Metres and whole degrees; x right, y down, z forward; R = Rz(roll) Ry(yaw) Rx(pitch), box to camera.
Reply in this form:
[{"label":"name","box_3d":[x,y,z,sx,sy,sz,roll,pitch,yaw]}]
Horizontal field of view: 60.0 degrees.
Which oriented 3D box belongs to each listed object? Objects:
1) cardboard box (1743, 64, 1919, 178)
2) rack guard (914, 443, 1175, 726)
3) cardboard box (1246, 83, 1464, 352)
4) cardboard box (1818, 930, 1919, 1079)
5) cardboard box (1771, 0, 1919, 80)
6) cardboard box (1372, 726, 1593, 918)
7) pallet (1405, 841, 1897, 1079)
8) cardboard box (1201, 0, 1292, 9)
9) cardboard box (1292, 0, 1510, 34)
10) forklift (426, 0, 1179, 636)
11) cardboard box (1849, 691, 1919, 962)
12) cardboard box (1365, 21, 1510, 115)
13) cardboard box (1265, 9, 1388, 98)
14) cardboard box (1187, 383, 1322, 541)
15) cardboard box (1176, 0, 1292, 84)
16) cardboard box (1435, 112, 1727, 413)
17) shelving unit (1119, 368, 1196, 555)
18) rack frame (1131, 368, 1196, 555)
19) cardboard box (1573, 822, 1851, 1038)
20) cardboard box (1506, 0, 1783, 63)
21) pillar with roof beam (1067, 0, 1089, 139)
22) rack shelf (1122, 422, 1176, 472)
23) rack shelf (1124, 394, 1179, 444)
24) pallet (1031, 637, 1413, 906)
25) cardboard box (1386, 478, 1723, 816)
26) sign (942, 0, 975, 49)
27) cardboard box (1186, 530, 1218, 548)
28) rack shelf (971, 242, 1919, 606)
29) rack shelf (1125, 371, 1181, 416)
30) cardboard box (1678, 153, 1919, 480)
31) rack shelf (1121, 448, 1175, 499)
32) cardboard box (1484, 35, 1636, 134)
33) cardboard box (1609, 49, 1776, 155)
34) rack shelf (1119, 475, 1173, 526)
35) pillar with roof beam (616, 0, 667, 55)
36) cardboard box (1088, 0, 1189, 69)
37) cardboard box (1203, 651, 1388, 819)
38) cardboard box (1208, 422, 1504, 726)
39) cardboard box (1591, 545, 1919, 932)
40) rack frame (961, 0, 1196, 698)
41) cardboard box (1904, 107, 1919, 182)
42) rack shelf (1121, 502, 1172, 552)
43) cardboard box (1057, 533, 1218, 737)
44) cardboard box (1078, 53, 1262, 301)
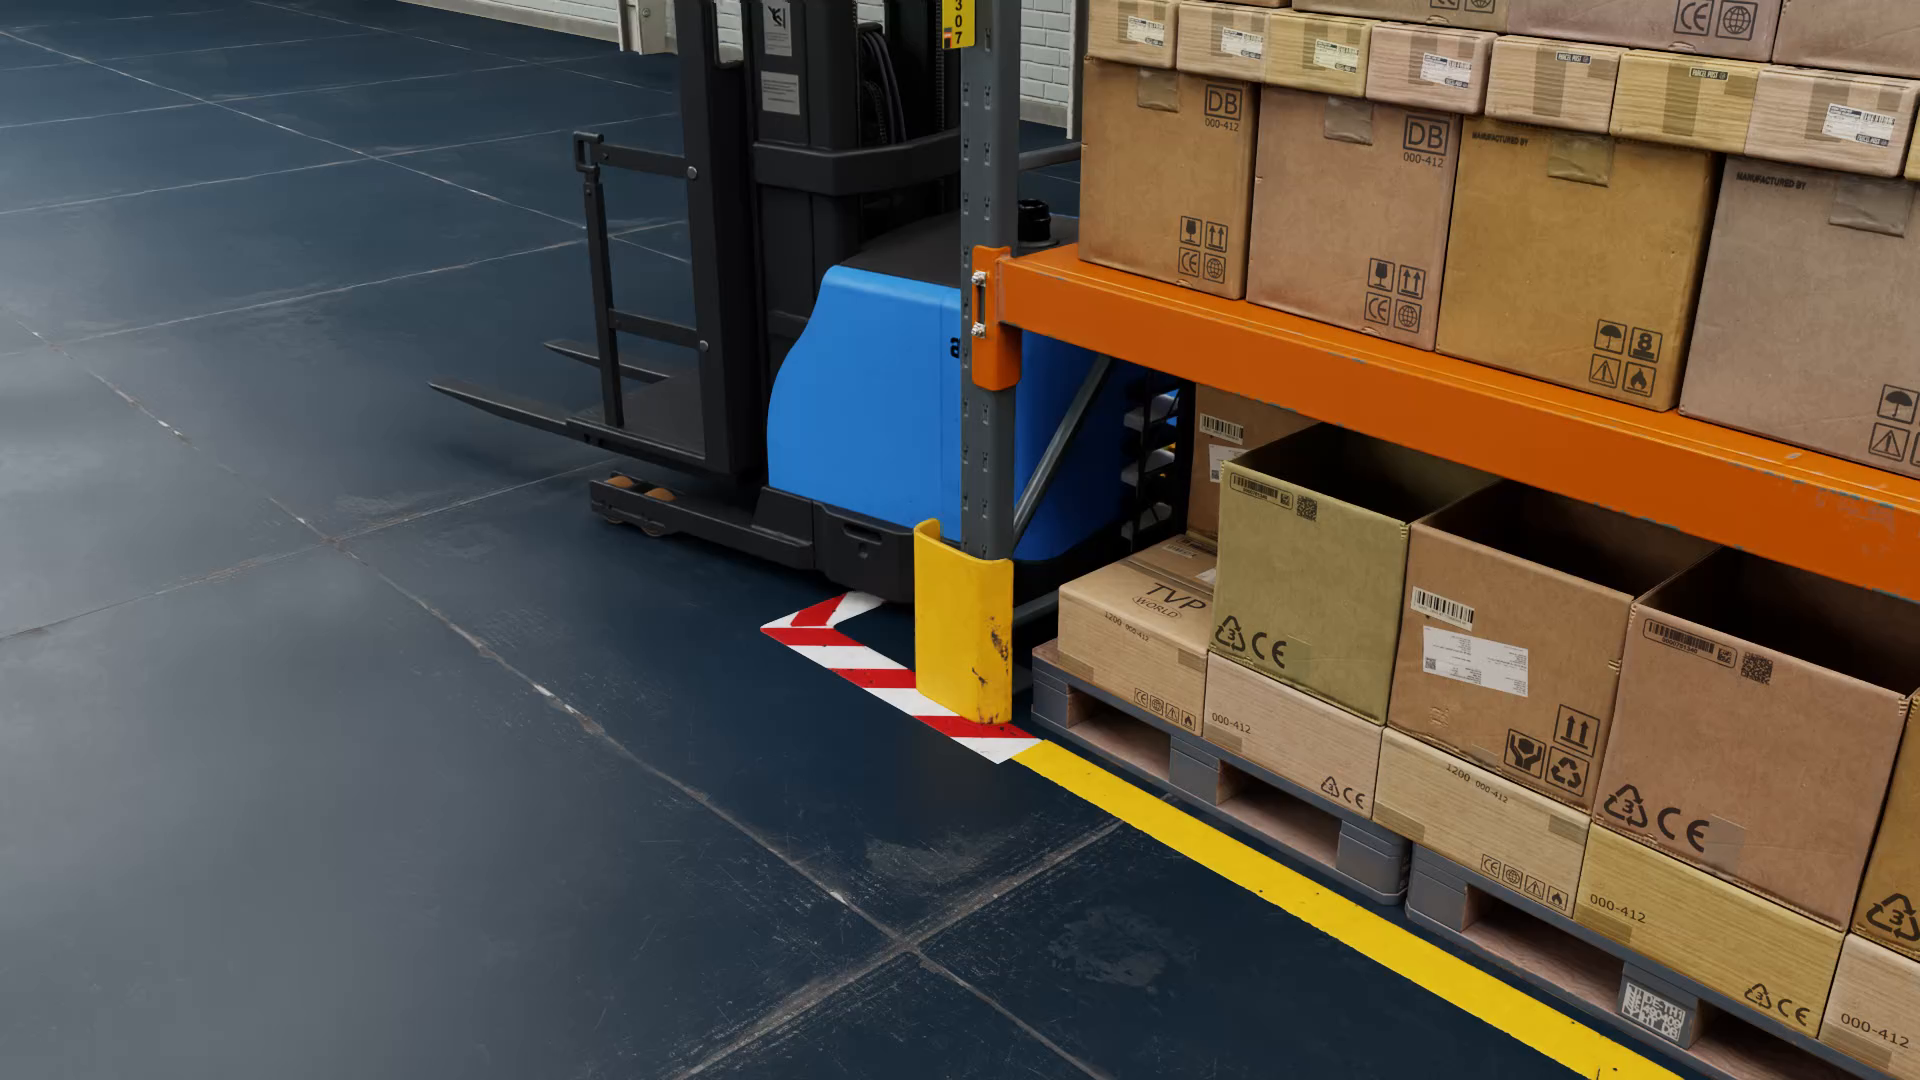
[{"label":"cardboard box","box_3d":[1.567,-0.743,2.862,0.380,0.149,0.250,-21,32,-38]},{"label":"rack guard","box_3d":[0.390,0.082,4.968,1.175,0.500,0.348,-21,32,-38]},{"label":"cardboard box","box_3d":[1.078,-0.791,3.749,0.700,0.500,0.500,-20,31,-37]},{"label":"cardboard box","box_3d":[1.976,0.844,3.094,0.500,0.250,0.500,-21,32,-38]},{"label":"cardboard box","box_3d":[1.803,-1.061,2.777,0.700,0.500,0.500,-21,32,-38]},{"label":"cardboard box","box_3d":[1.296,0.539,3.760,0.500,0.250,0.500,-21,32,-38]},{"label":"pallet","box_3d":[1.789,0.810,3.720,1.003,0.211,1.213,-21,32,-38]},{"label":"cardboard box","box_3d":[0.752,-1.523,3.790,0.700,0.500,0.500,-21,32,-38]},{"label":"cardboard box","box_3d":[1.115,-1.365,3.444,0.700,0.500,0.500,-22,33,-40]},{"label":"forklift","box_3d":[-0.691,-1.505,5.519,3.031,2.935,1.130,16,29,32]},{"label":"cardboard box","box_3d":[1.986,0.499,2.946,0.500,0.500,0.500,-21,32,-38]},{"label":"cardboard box","box_3d":[1.040,-0.976,3.374,0.380,0.149,0.250,-22,32,-39]},{"label":"cardboard box","box_3d":[0.869,-1.054,3.543,0.380,0.149,0.250,-21,32,-38]},{"label":"cardboard box","box_3d":[0.990,-0.251,4.590,0.500,0.500,0.500,-21,32,-38]},{"label":"cardboard box","box_3d":[0.699,-1.129,3.710,0.380,0.149,0.250,-22,33,-40]},{"label":"cardboard box","box_3d":[1.413,-0.639,3.415,0.700,0.500,0.500,-21,32,-38]},{"label":"shelving unit","box_3d":[0.555,-0.256,5.187,0.210,0.900,0.258,24,33,38]},{"label":"rack frame","box_3d":[0.628,-0.223,5.124,0.006,0.900,0.240,24,33,38]},{"label":"cardboard box","box_3d":[1.634,0.692,3.425,0.500,0.250,0.500,-21,32,-38]},{"label":"cardboard box","box_3d":[1.460,-1.212,3.110,0.700,0.500,0.500,-21,32,-38]},{"label":"pillar with roof beam","box_3d":[-2.114,-5.814,7.652,9.100,9.000,0.400,-21,32,-38]},{"label":"rack shelf","box_3d":[0.557,-0.307,5.163,0.200,0.077,0.258,24,33,38]},{"label":"rack shelf","box_3d":[0.561,-0.388,5.124,0.200,0.077,0.258,24,33,38]},{"label":"pallet","box_3d":[0.959,0.440,4.530,1.003,0.211,1.213,-21,32,-38]},{"label":"cardboard box","box_3d":[1.304,0.195,3.612,0.500,0.500,0.500,-21,32,-38]},{"label":"sign","box_3d":[-0.003,-1.322,3.896,0.100,0.325,0.005,-21,32,-38]},{"label":"cardboard box","box_3d":[0.988,0.091,4.744,0.500,0.250,0.500,-21,32,-38]},{"label":"rack shelf","box_3d":[1.773,-0.115,3.254,1.077,0.370,4.000,-21,32,-38]},{"label":"rack shelf","box_3d":[0.565,-0.470,5.086,0.200,0.077,0.258,24,33,38]},{"label":"cardboard box","box_3d":[1.776,-0.480,3.068,0.700,0.500,0.500,-20,31,-37]},{"label":"rack shelf","box_3d":[0.554,-0.225,5.201,0.200,0.077,0.258,24,33,38]},{"label":"cardboard box","box_3d":[1.224,-0.896,3.199,0.250,0.149,0.380,23,33,40]},{"label":"cardboard box","box_3d":[1.399,-0.819,3.029,0.380,0.149,0.250,-22,32,-39]},{"label":"rack shelf","box_3d":[0.550,-0.144,5.239,0.200,0.077,0.258,24,33,38]},{"label":"pillar with roof beam","box_3d":[-6.215,-7.632,11.636,9.100,9.000,0.400,-21,32,-38]},{"label":"cardboard box","box_3d":[0.517,-1.209,3.883,0.380,0.149,0.250,-22,32,-39]},{"label":"cardboard box","box_3d":[0.955,0.388,4.093,0.500,0.250,0.500,-21,32,-38]},{"label":"cardboard box","box_3d":[0.953,0.047,3.936,0.500,0.500,0.500,-21,32,-38]},{"label":"cardboard box","box_3d":[1.633,0.351,3.269,0.500,0.500,0.500,-21,32,-38]},{"label":"rack frame","box_3d":[0.406,-1.048,4.433,1.000,3.000,0.127,-21,32,-38]},{"label":"cardboard box","box_3d":[1.747,-0.663,2.688,0.380,0.149,0.250,-20,31,-37]},{"label":"rack shelf","box_3d":[0.546,-0.063,5.277,0.200,0.077,0.258,24,33,38]},{"label":"cardboard box","box_3d":[0.610,0.237,4.422,0.500,0.250,0.500,-21,32,-38]},{"label":"cardboard box","box_3d":[0.716,-0.948,4.095,0.700,0.500,0.500,-21,32,-38]}]
